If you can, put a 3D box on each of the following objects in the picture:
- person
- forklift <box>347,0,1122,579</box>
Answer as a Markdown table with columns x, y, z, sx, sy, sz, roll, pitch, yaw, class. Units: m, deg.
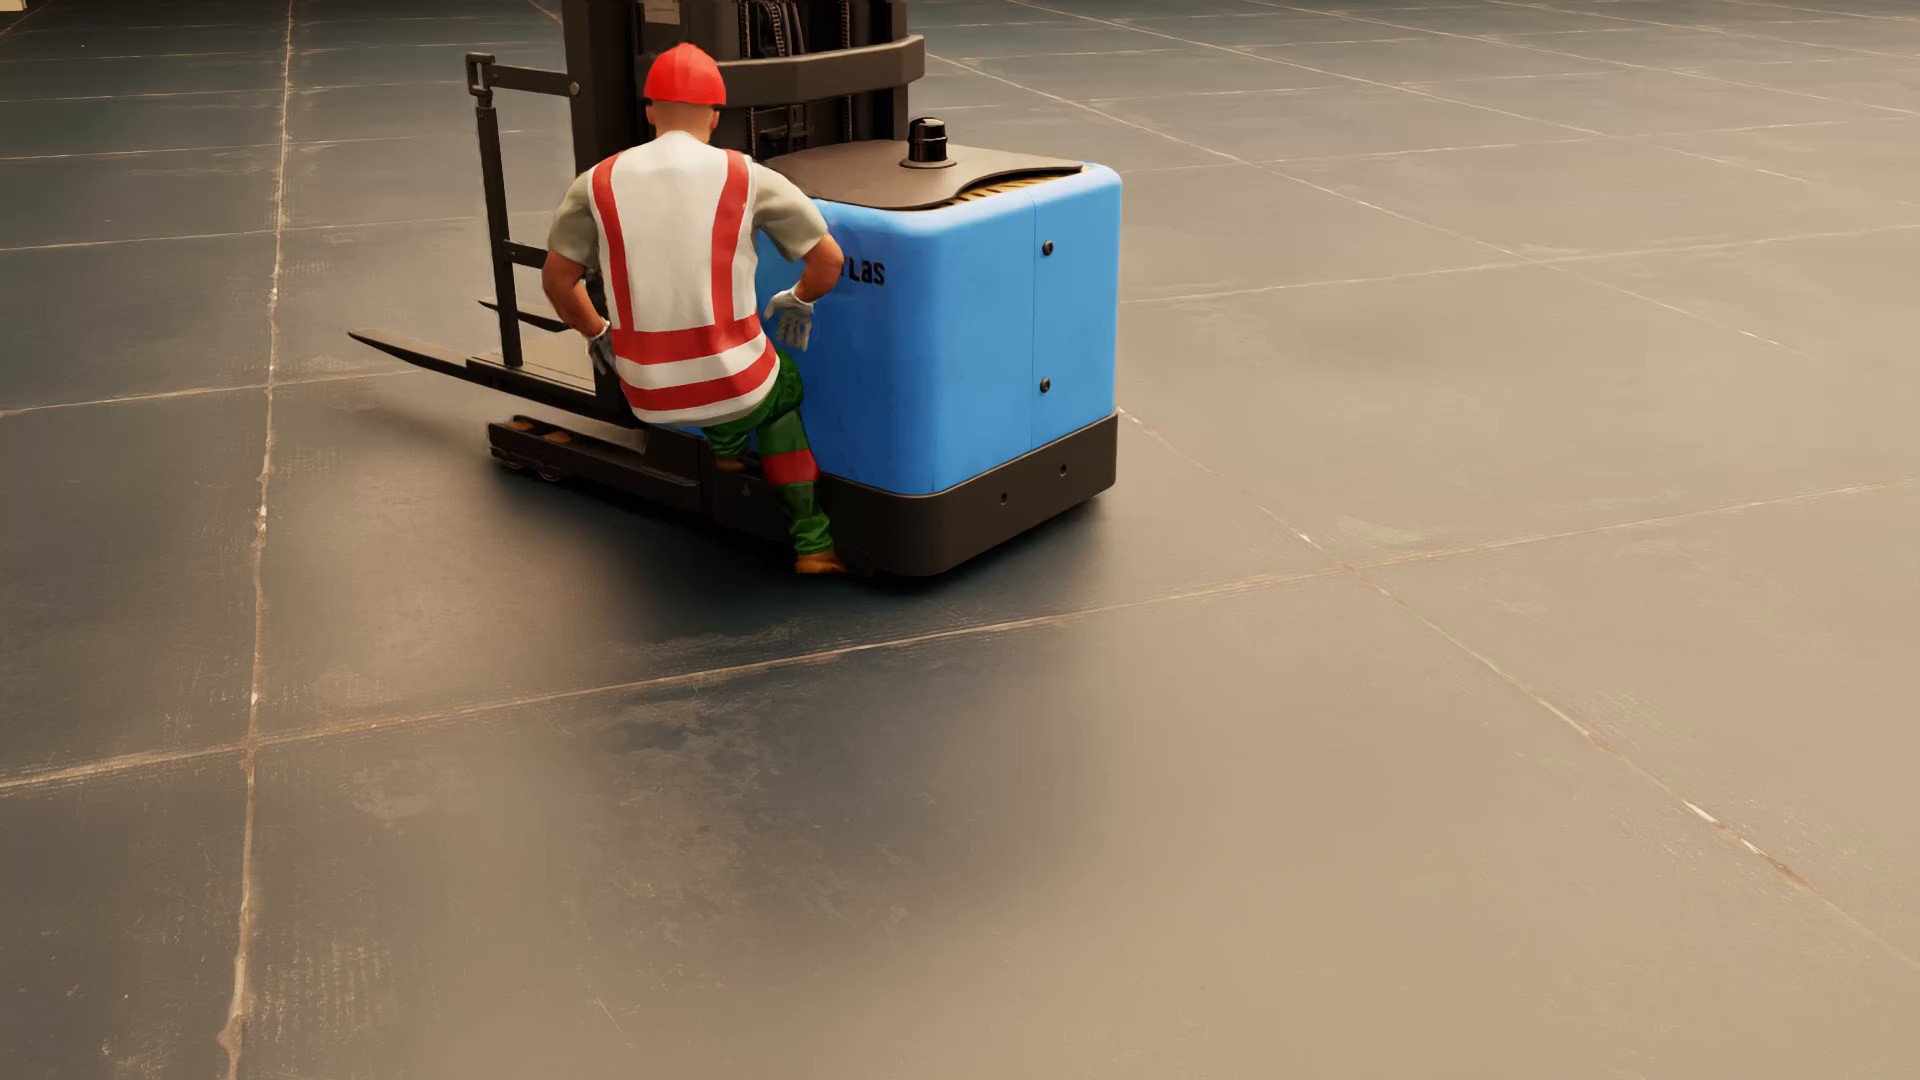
| x | y | z | sx | sy | sz | roll | pitch | yaw | class |
| --- | --- | --- | --- | --- | --- | --- | --- | --- | --- |
| -0.683 | -0.564 | 4.546 | 0.787 | 1.553 | 0.897 | -1 | 23 | -3 | person |
| -0.970 | -1.687 | 5.310 | 3.031 | 2.935 | 1.130 | 17 | 28 | 35 | forklift |
